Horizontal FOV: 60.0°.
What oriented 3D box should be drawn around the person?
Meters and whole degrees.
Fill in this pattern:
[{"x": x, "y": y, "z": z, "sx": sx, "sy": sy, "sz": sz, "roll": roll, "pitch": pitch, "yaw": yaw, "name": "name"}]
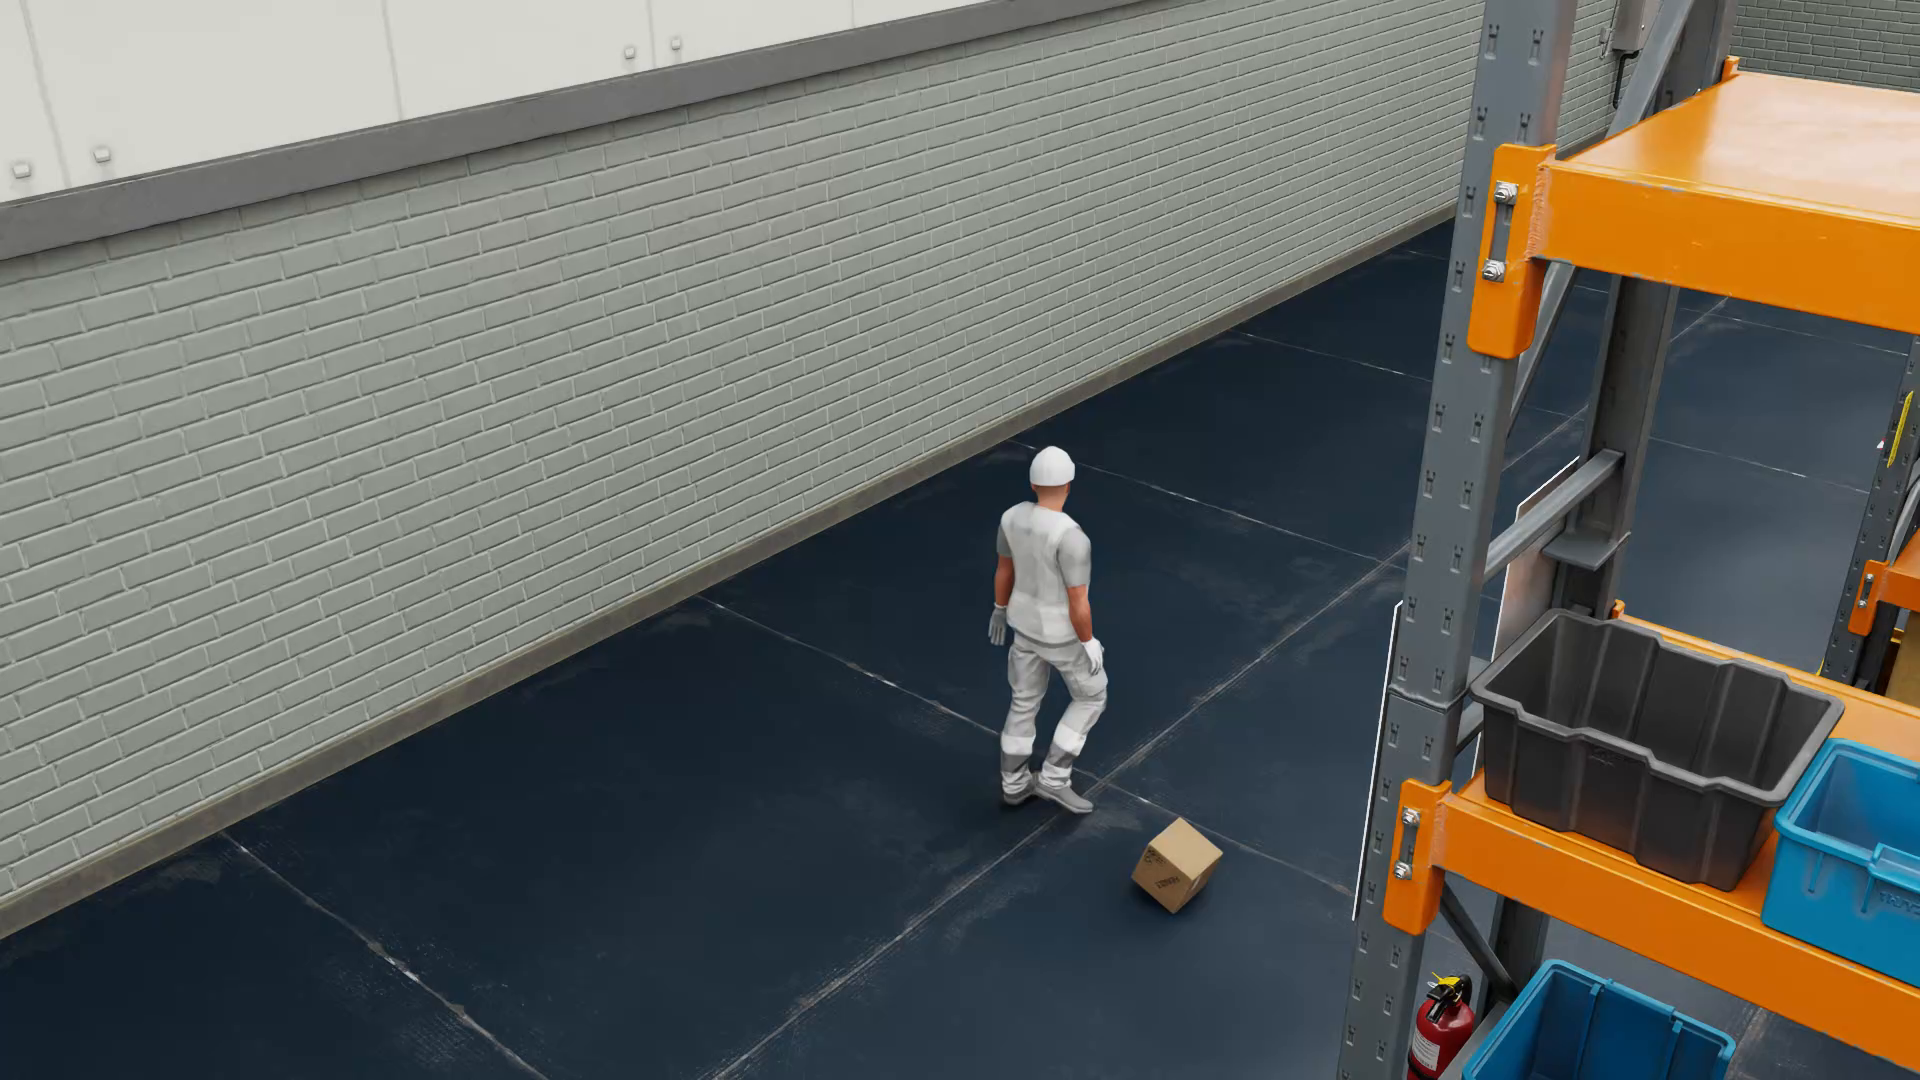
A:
[{"x": 0.402, "y": 0.425, "z": 7.723, "sx": 0.451, "sy": 1.769, "sz": 0.658, "roll": -22, "pitch": 35, "yaw": -37, "name": "person"}]
